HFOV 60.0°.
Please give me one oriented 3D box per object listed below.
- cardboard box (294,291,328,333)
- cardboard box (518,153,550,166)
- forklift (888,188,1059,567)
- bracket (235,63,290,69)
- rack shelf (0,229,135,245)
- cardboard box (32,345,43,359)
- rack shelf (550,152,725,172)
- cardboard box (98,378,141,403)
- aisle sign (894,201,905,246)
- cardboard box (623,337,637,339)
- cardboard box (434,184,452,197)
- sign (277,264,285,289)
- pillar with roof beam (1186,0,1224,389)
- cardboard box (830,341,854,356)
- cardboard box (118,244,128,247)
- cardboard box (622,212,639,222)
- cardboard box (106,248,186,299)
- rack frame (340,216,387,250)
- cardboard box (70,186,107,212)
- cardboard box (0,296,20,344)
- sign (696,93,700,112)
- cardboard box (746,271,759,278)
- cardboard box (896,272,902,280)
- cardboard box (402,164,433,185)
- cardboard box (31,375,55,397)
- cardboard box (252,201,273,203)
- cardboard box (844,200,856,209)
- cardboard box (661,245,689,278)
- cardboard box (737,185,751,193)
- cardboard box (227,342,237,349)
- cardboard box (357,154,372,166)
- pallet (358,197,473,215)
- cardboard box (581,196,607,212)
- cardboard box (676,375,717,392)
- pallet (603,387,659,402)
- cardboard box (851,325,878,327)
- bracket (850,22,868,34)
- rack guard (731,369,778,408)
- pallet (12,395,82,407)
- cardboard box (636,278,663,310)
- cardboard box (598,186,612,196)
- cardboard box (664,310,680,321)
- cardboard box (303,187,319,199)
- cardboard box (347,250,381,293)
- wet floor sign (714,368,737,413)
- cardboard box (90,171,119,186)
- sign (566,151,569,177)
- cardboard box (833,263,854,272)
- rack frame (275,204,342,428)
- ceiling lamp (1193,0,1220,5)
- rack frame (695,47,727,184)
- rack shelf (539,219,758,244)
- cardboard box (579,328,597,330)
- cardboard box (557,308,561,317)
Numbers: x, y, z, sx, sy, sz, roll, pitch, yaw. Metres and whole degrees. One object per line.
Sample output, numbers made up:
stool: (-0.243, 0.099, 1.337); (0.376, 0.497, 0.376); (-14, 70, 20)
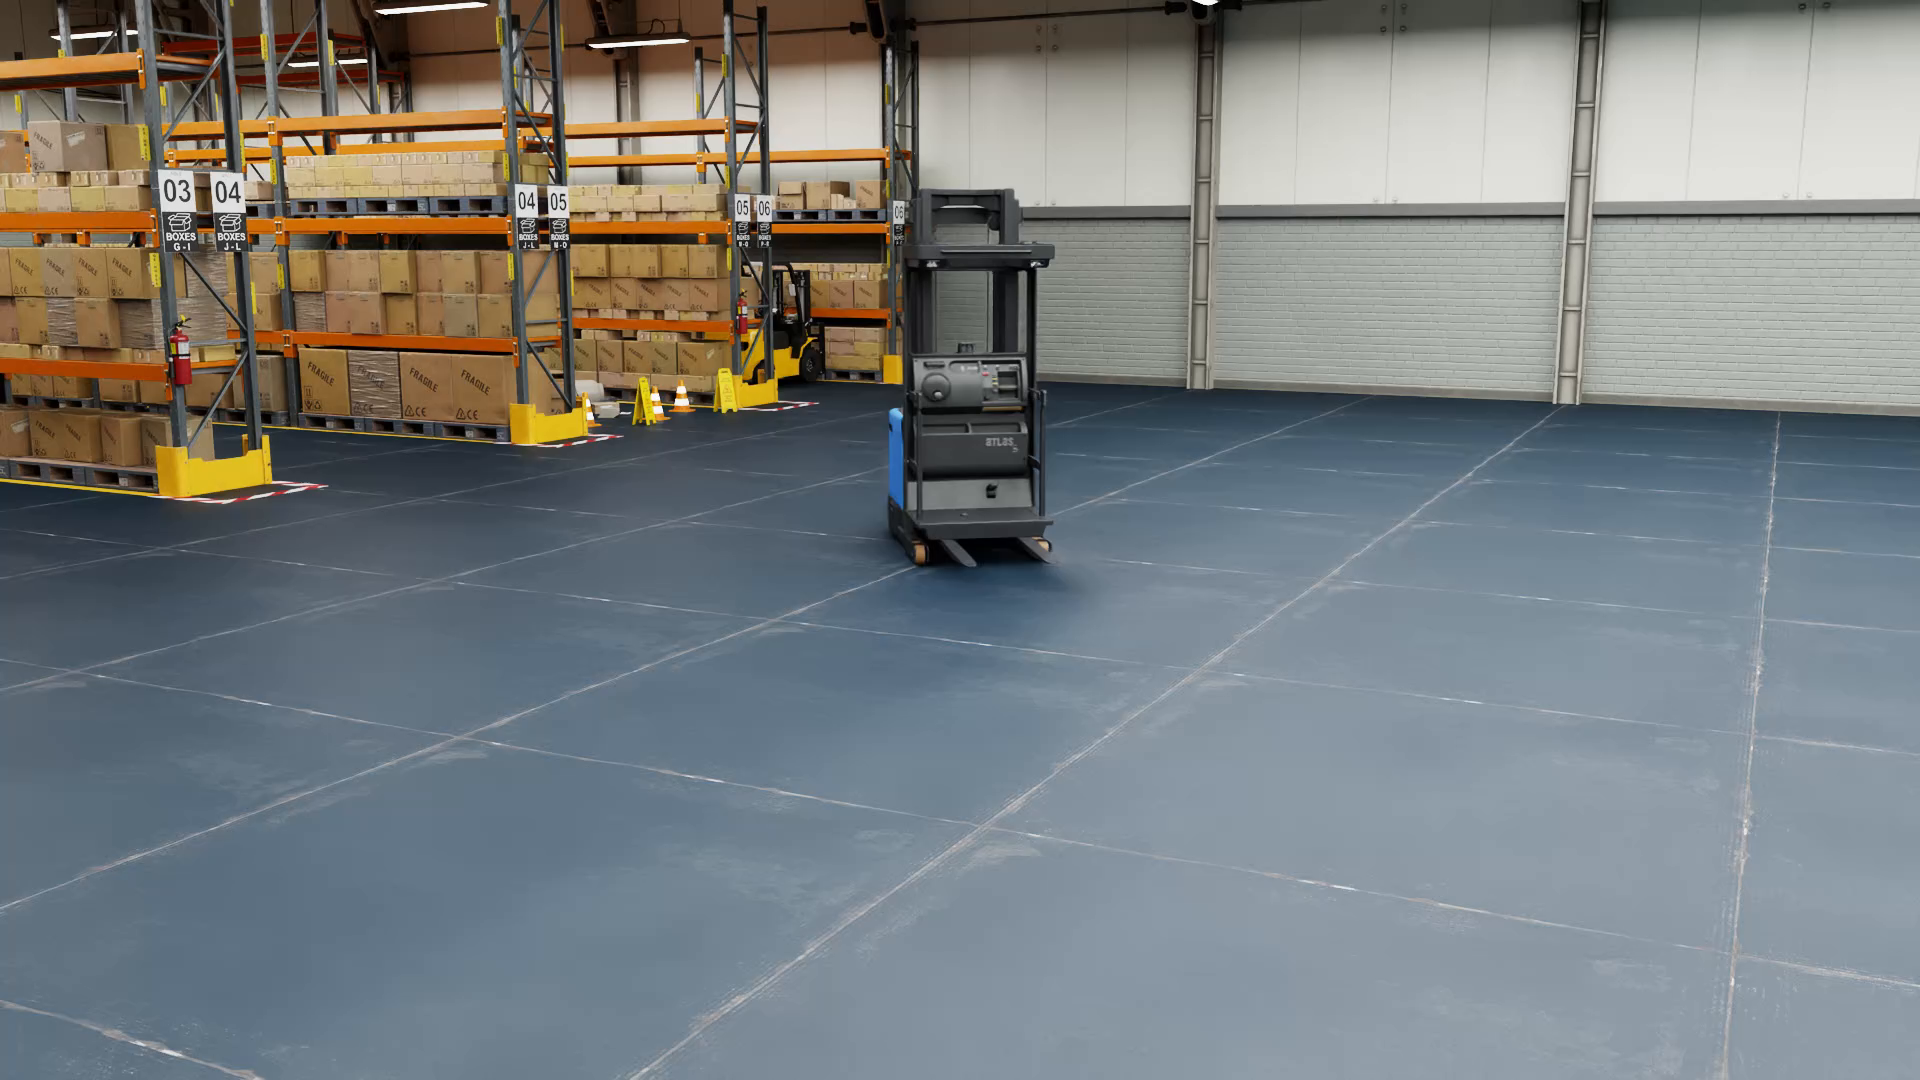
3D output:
cardboard box: (-8.551, -3.142, 22.745); (0.550, 0.550, 0.875); (5, 11, 26)
cardboard box: (-5.459, -4.858, 21.231); (0.250, 0.149, 0.380); (5, 11, 26)
forklift: (0.123, -1.311, 13.241); (1.130, 2.935, 3.031); (-2, 10, -10)
bracket: (-14.834, -10.418, 36.419); (4.783, 0.066, 0.076); (5, 11, 26)
rack shelf: (-14.268, -4.690, 25.318); (4.000, 0.370, 1.077); (5, 11, 26)
cardboard box: (-9.517, -1.994, 17.529); (0.250, 0.149, 0.380); (5, 11, 26)
rack shelf: (-6.388, -7.245, 32.139); (4.000, 0.370, 1.077); (5, 11, 26)
cardboard box: (-11.968, -2.448, 24.469); (0.750, 0.750, 1.050); (5, 11, 25)
aisle sign: (-1.079, -5.599, 29.442); (0.004, 0.787, 0.394); (5, 11, 26)
cardboard box: (-5.223, -3.033, 27.000); (0.500, 0.500, 0.500); (6, 12, 29)
cardboard box: (-6.431, -4.420, 21.054); (0.250, 0.149, 0.380); (5, 11, 26)
sign: (-9.119, -3.538, 22.330); (0.005, 0.325, 0.100); (5, 11, 26)
pillar with roof beam: (2.243, -6.362, 24.114); (0.548, 9.000, 9.100); (5, 11, 26)
cardboard box: (-2.027, -3.501, 30.288); (0.500, 0.250, 0.500); (5, 11, 25)
cardboard box: (-15.497, -5.469, 31.114); (0.250, 0.149, 0.380); (5, 11, 25)
cardboard box: (-5.041, -5.028, 25.873); (0.250, 0.149, 0.380); (5, 11, 25)
cardboard box: (-8.188, -2.687, 16.731); (0.500, 0.500, 0.500); (5, 11, 26)
rack frame: (-10.375, -4.209, 29.063); (0.127, 3.000, 1.000); (5, 11, 26)
cardboard box: (-8.579, -3.434, 16.781); (0.500, 0.250, 0.500); (5, 11, 26)
cardboard box: (-9.871, -2.393, 17.913); (0.500, 0.500, 0.875); (5, 11, 26)
sign: (-4.824, -8.050, 30.594); (0.005, 0.325, 0.100); (5, 11, 26)
cardboard box: (-3.758, -4.920, 30.892); (0.250, 0.149, 0.380); (5, 12, 27)
cardboard box: (-1.197, -4.808, 30.271); (0.250, 0.149, 0.380); (5, 11, 24)
cardboard box: (-6.761, -4.658, 21.245); (0.500, 0.250, 0.500); (5, 11, 25)
cardboard box: (-13.644, -2.439, 25.121); (0.500, 0.500, 0.500); (6, 12, 28)
cardboard box: (-12.084, -6.033, 29.261); (0.500, 0.500, 0.500); (5, 11, 26)
cardboard box: (-1.885, -5.996, 29.763); (0.250, 0.149, 0.380); (5, 11, 24)
cardboard box: (-4.206, -4.312, 25.712); (0.500, 0.500, 0.700); (5, 11, 26)
cardboard box: (-3.429, -5.384, 25.598); (0.250, 0.149, 0.380); (5, 11, 25)
cardboard box: (-13.371, -3.649, 30.757); (0.875, 0.875, 0.875); (5, 12, 28)
cardboard box: (-7.569, -4.913, 21.535); (0.250, 0.149, 0.380); (5, 11, 26)
pallet: (-7.068, -4.365, 21.752); (1.213, 0.211, 1.003); (5, 11, 26)
cardboard box: (-5.604, -5.283, 26.162); (0.500, 0.250, 0.500); (5, 11, 26)
cardboard box: (-4.066, -2.455, 25.912); (0.500, 0.250, 0.500); (5, 11, 26)
pallet: (-5.072, -2.378, 26.778); (1.213, 0.211, 1.003); (5, 11, 26)
cardboard box: (-1.805, -3.824, 30.670); (0.500, 0.250, 0.500); (5, 11, 26)
bracket: (-1.762, -9.270, 30.072); (0.430, 0.232, 0.235); (5, 11, 26)
rack guard: (-3.269, -2.354, 25.835); (0.348, 0.500, 1.175); (5, 11, 26)
pallet: (-14.265, -2.196, 25.773); (1.213, 0.211, 1.003); (5, 11, 26)
cardboard box: (-4.703, -3.853, 25.980); (0.500, 0.500, 0.500); (5, 11, 26)
cardboard box: (-5.457, -5.468, 26.061); (0.250, 0.149, 0.380); (5, 11, 25)
cardboard box: (-4.372, -3.491, 25.804); (0.250, 0.149, 0.380); (5, 12, 27)
cardboard box: (-8.478, -4.600, 22.048); (0.250, 0.149, 0.380); (5, 11, 26)
cardboard box: (-7.604, -3.576, 22.115); (0.550, 0.550, 0.875); (5, 11, 26)
wet floor sign: (-3.504, -2.234, 24.762); (0.267, 0.644, 0.232); (-10, 14, -43)
cardboard box: (-8.448, -3.609, 16.630); (0.250, 0.149, 0.380); (4, 11, 23)
sign: (-5.049, -4.813, 21.302); (0.005, 0.325, 0.100); (5, 11, 26)
cardboard box: (-2.094, -4.943, 30.182); (0.250, 0.149, 0.380); (5, 11, 26)
rack frame: (-8.887, -3.095, 22.909); (0.127, 3.000, 1.000); (5, 11, 26)
ceiling lamp: (3.370, -9.047, 22.560); (0.800, 3.185, 2.000); (5, 11, 26)
rack frame: (-4.595, -7.639, 31.169); (0.127, 3.000, 1.000); (5, 11, 26)
rack shelf: (-4.994, -4.858, 26.247); (4.000, 0.370, 1.077); (5, 11, 26)
cardboard box: (-7.039, -3.938, 33.057); (0.625, 0.625, 0.875); (5, 12, 28)
cardboard box: (-6.398, -3.682, 26.859); (0.250, 0.149, 0.380); (5, 12, 27)
